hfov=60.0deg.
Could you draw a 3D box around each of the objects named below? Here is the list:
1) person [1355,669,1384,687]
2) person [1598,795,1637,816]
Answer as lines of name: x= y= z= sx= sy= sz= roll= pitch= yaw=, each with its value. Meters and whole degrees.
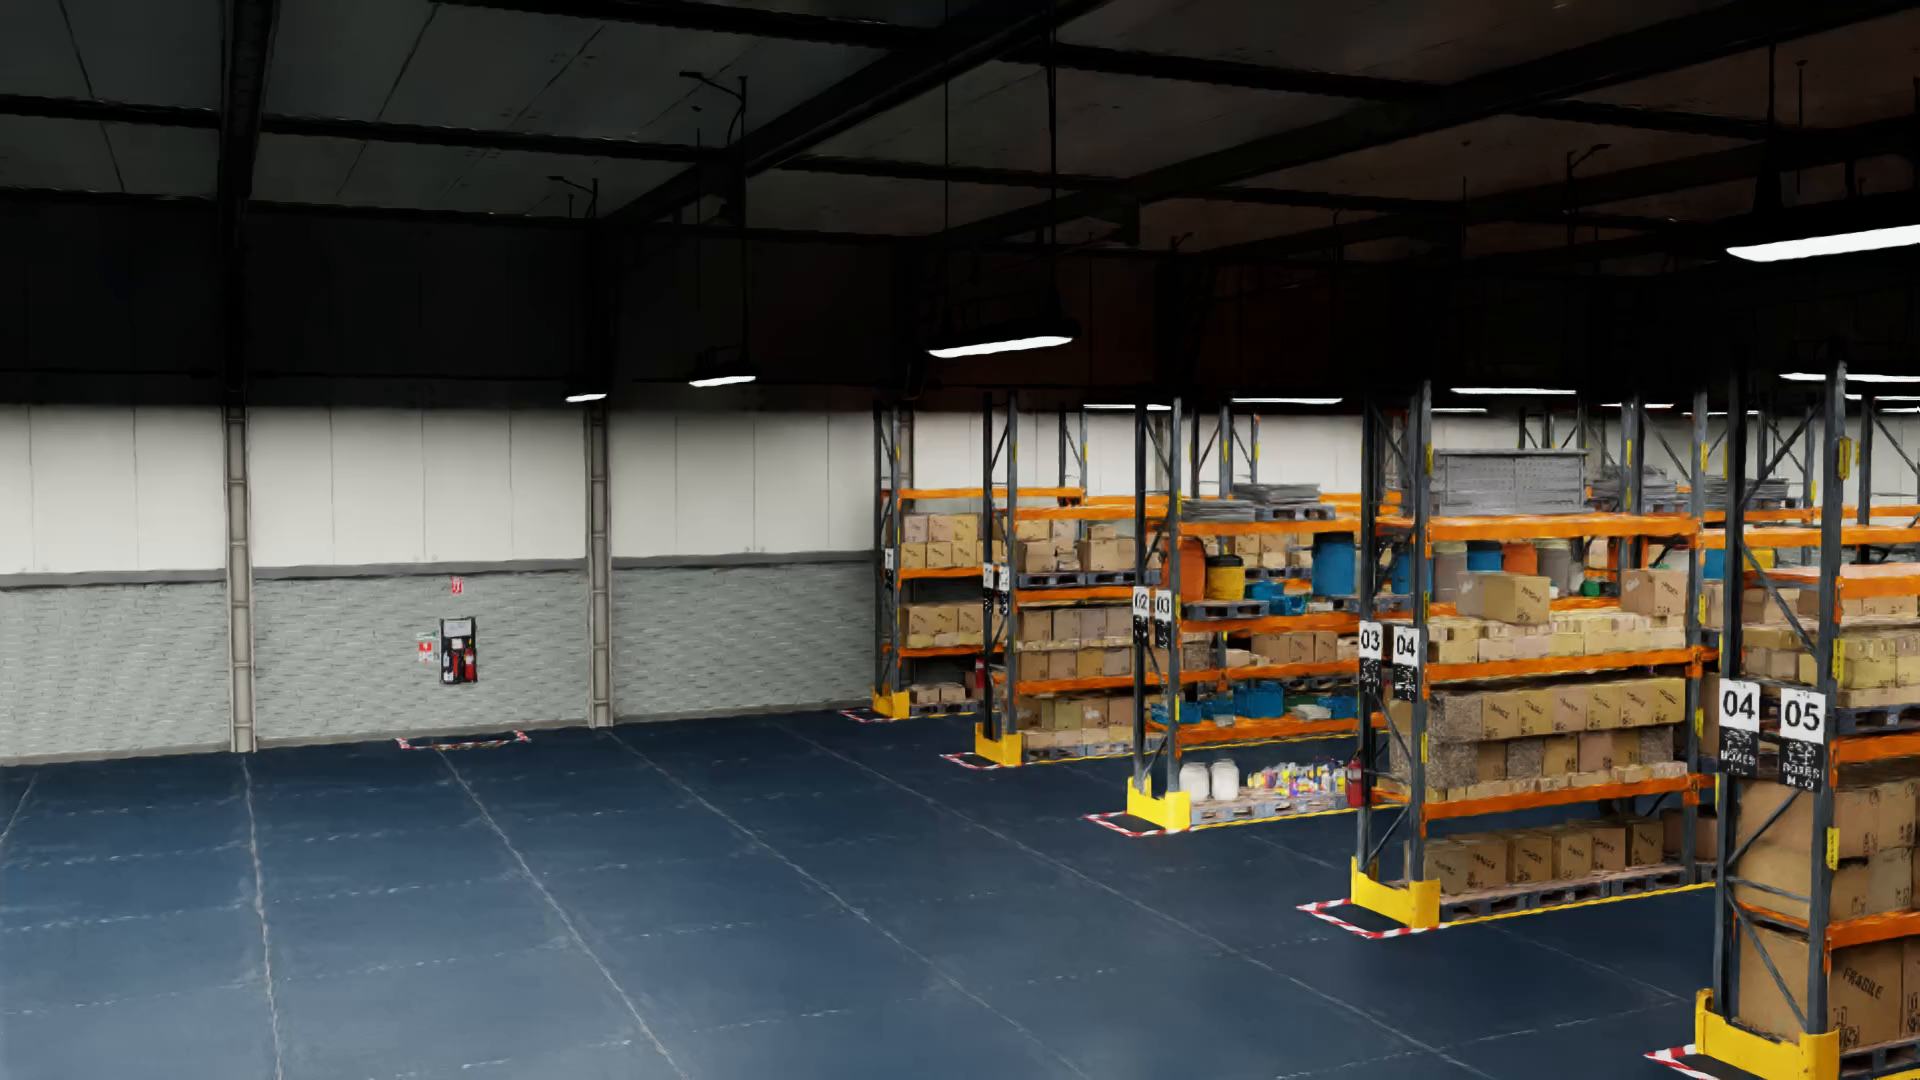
person: x=8.277 y=2.372 z=33.553 sx=1.040 sy=1.669 sz=0.554 roll=-2 pitch=4 yaw=-25
person: x=8.516 y=3.053 z=21.471 sx=0.541 sy=1.732 sz=0.723 roll=-2 pitch=4 yaw=-25
